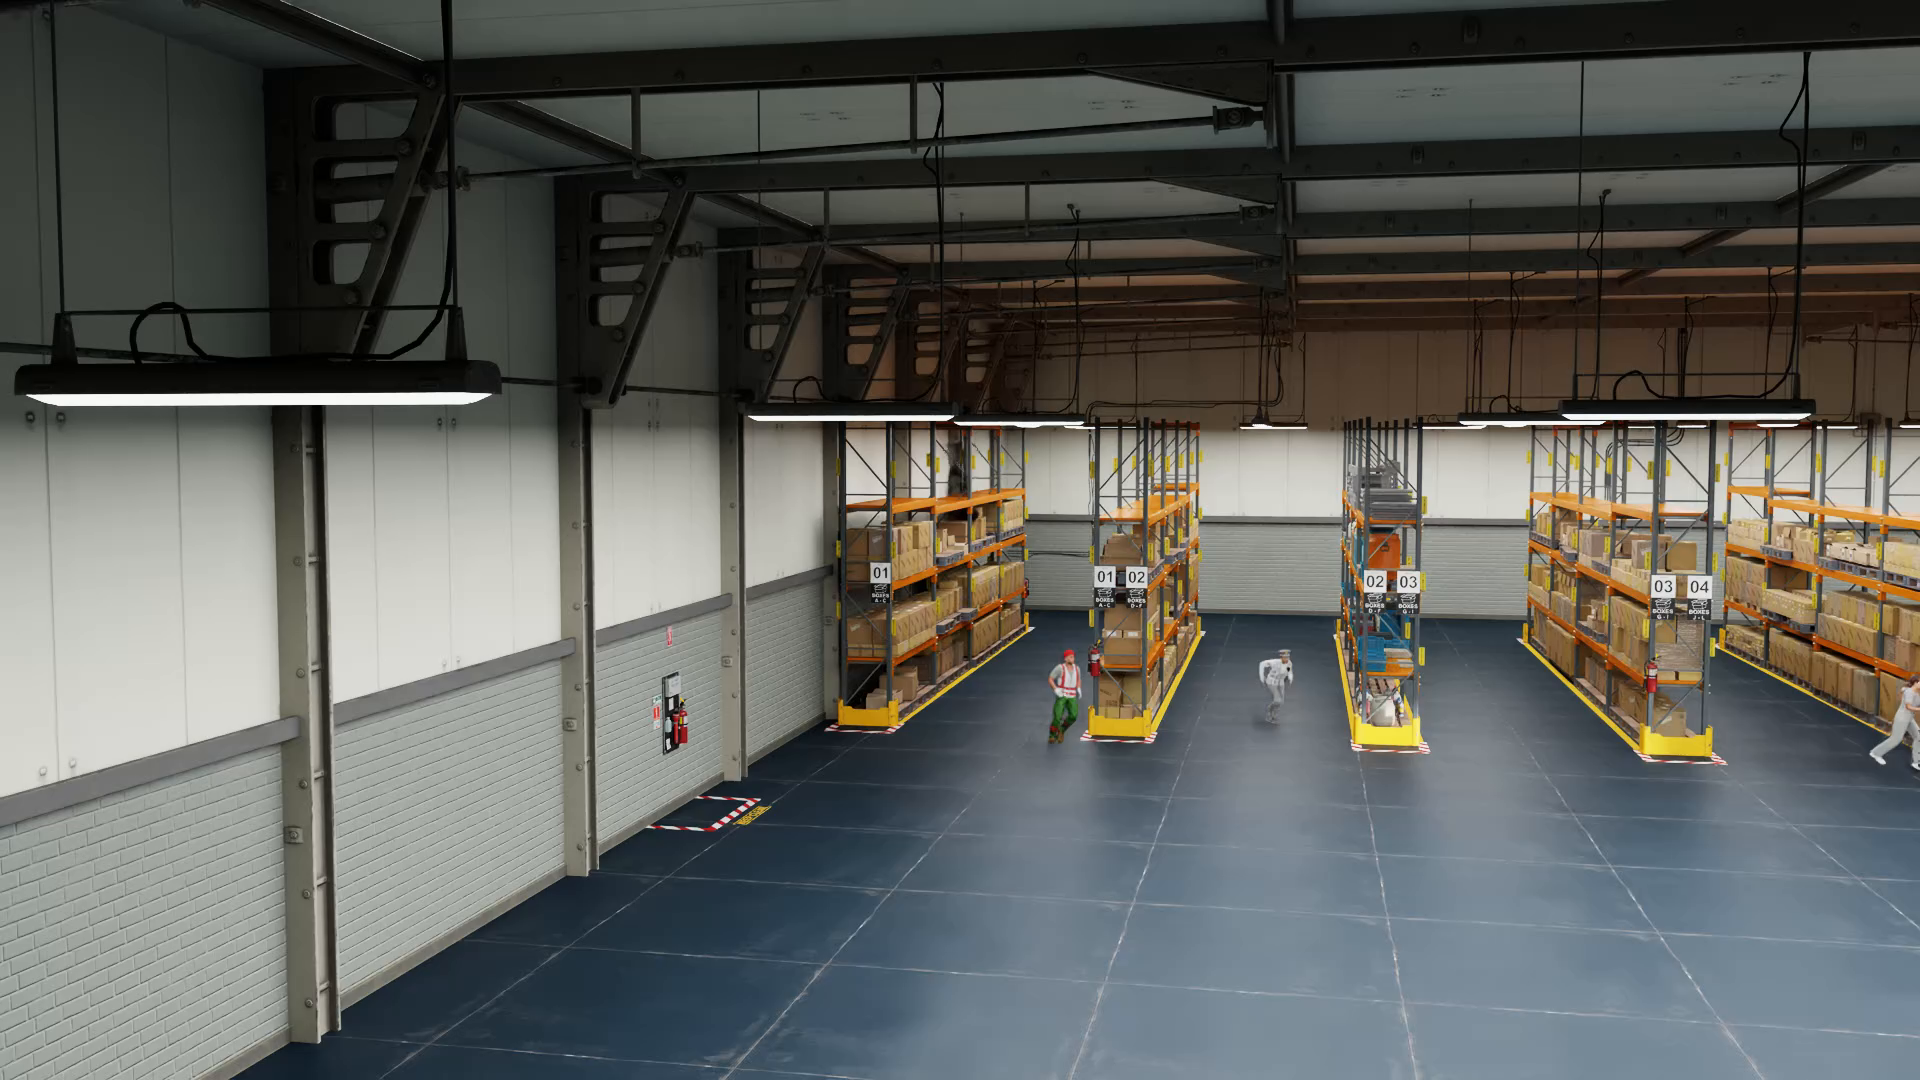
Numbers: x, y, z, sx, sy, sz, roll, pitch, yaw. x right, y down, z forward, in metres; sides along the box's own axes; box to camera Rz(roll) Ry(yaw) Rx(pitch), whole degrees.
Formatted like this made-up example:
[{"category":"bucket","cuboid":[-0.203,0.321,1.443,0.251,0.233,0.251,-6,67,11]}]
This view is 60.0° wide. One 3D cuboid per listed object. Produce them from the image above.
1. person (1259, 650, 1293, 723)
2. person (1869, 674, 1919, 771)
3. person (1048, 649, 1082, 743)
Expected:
[{"category":"person","cuboid":[6.179,2.869,32.502,0.646,1.496,0.820,-1,4,-19]},{"category":"person","cuboid":[15.941,3.094,28.164,0.935,1.690,0.597,3,5,41]},{"category":"person","cuboid":[1.971,2.870,30.476,0.719,1.722,0.567,-1,4,-20]}]
